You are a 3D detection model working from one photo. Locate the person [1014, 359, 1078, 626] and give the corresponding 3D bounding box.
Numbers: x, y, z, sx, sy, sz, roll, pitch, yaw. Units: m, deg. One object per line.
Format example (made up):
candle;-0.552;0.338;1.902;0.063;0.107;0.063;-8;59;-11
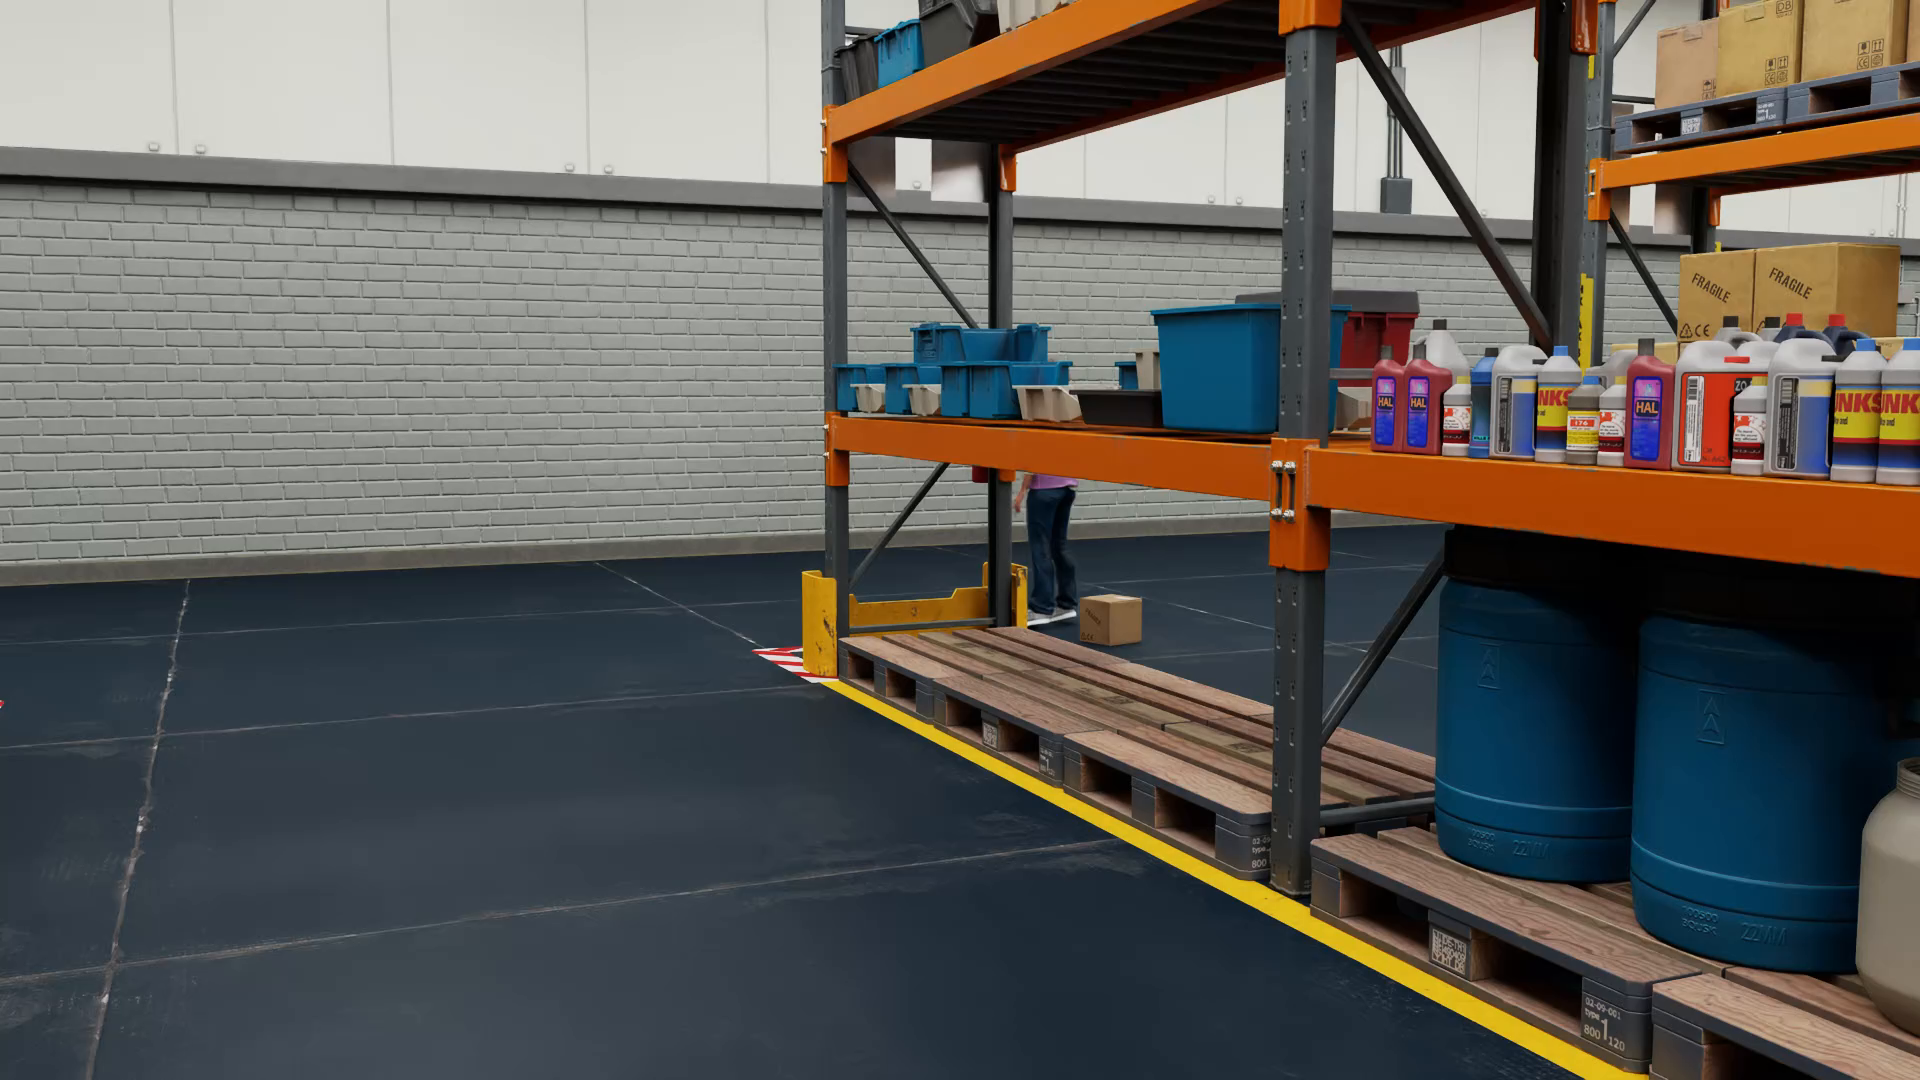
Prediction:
person;0.531;-0.276;10.006;0.340;1.620;0.476;4;7;32
